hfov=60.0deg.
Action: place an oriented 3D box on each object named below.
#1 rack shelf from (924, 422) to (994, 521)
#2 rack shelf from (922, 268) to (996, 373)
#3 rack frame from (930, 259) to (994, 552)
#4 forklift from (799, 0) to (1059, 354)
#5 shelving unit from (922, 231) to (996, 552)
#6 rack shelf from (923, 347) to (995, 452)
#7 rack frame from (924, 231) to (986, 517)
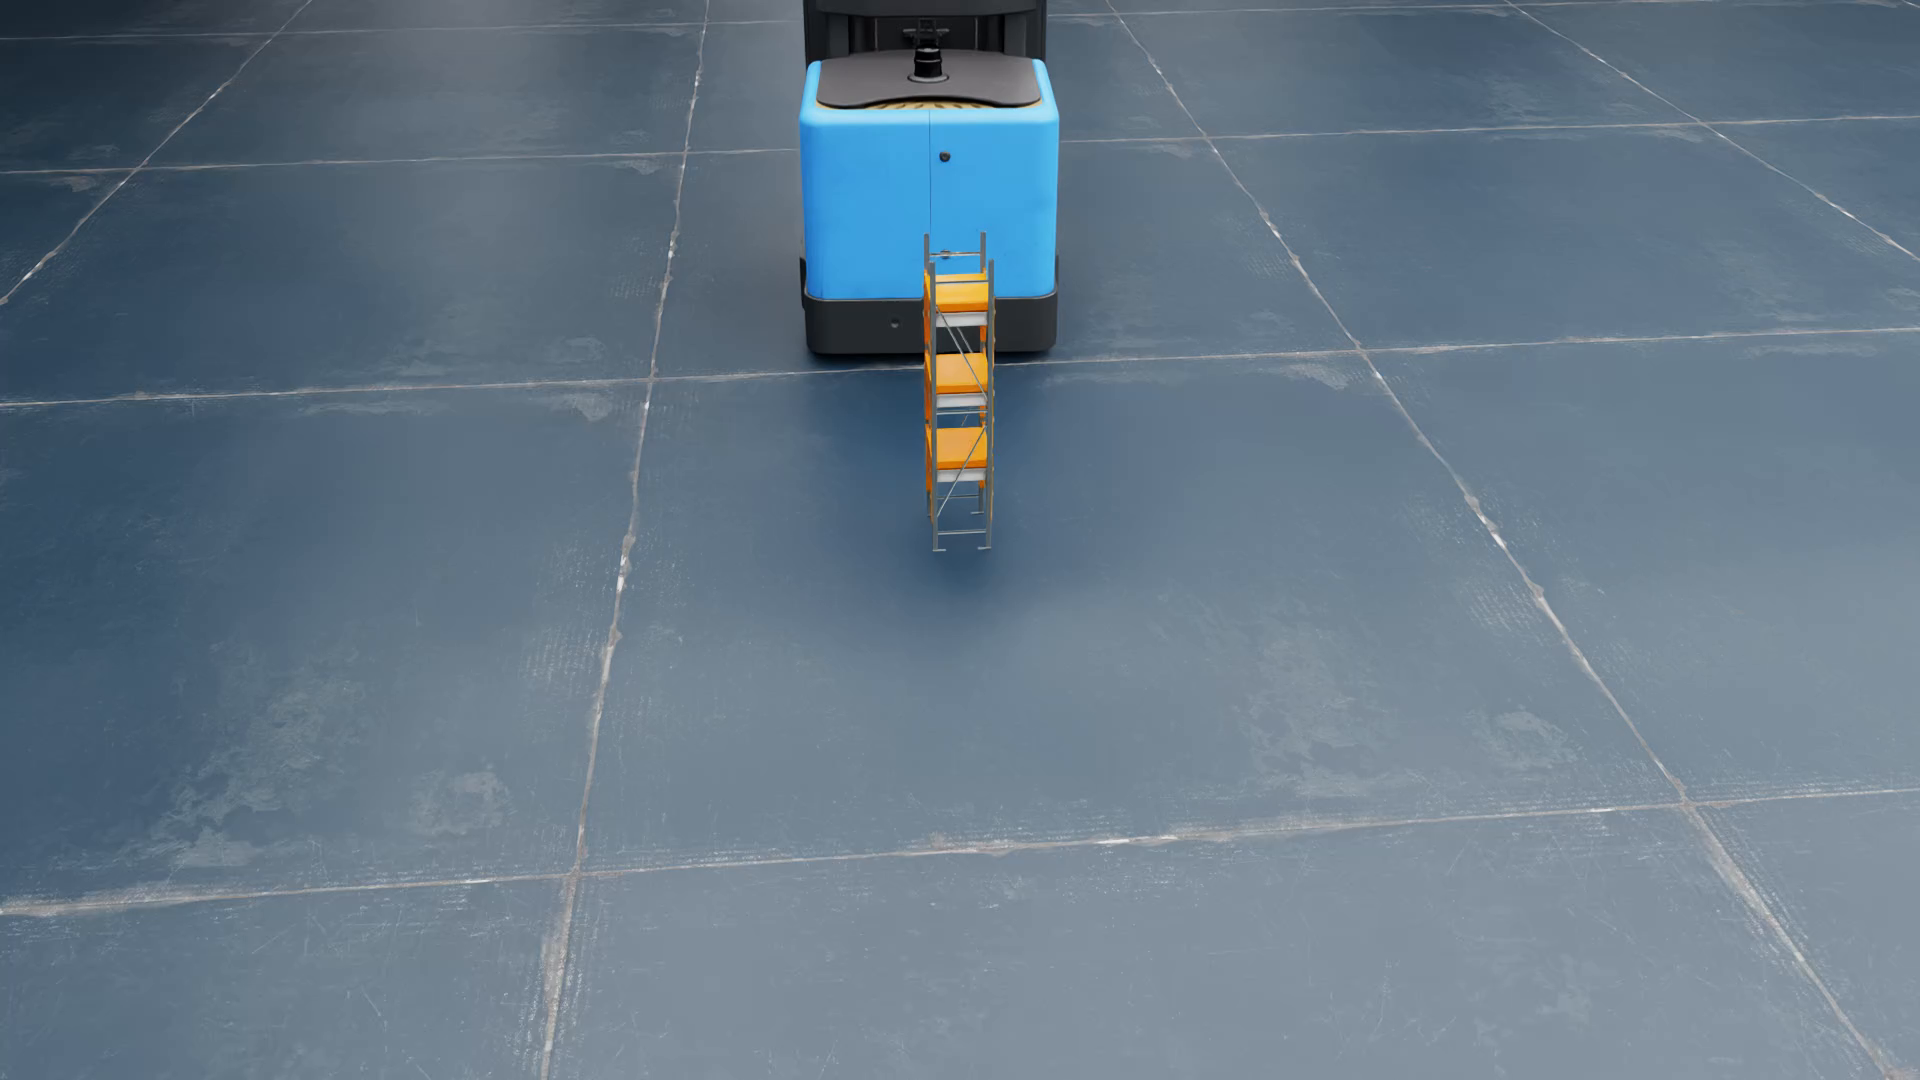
[{"bbox_3d":[-0.005,-0.230,5.674,0.215,0.259,0.240,-3,31,-5],"label":"rack shelf"},{"bbox_3d":[-0.005,-0.713,5.386,0.215,0.259,0.240,-3,31,-5],"label":"rack shelf"},{"bbox_3d":[0.006,-0.416,5.422,0.200,1.050,0.008,-3,31,-5],"label":"rack frame"},{"bbox_3d":[-0.164,-2.750,7.496,1.130,2.935,3.031,-1,31,-2],"label":"forklift"},{"bbox_3d":[-0.005,-0.478,5.527,0.215,1.050,0.252,-3,31,-5],"label":"shelving unit"},{"bbox_3d":[-0.005,-0.469,5.532,0.215,0.259,0.240,-3,31,-5],"label":"rack shelf"},{"bbox_3d":[-0.016,-0.540,5.631,0.200,1.050,0.008,-3,31,-5],"label":"rack frame"}]
